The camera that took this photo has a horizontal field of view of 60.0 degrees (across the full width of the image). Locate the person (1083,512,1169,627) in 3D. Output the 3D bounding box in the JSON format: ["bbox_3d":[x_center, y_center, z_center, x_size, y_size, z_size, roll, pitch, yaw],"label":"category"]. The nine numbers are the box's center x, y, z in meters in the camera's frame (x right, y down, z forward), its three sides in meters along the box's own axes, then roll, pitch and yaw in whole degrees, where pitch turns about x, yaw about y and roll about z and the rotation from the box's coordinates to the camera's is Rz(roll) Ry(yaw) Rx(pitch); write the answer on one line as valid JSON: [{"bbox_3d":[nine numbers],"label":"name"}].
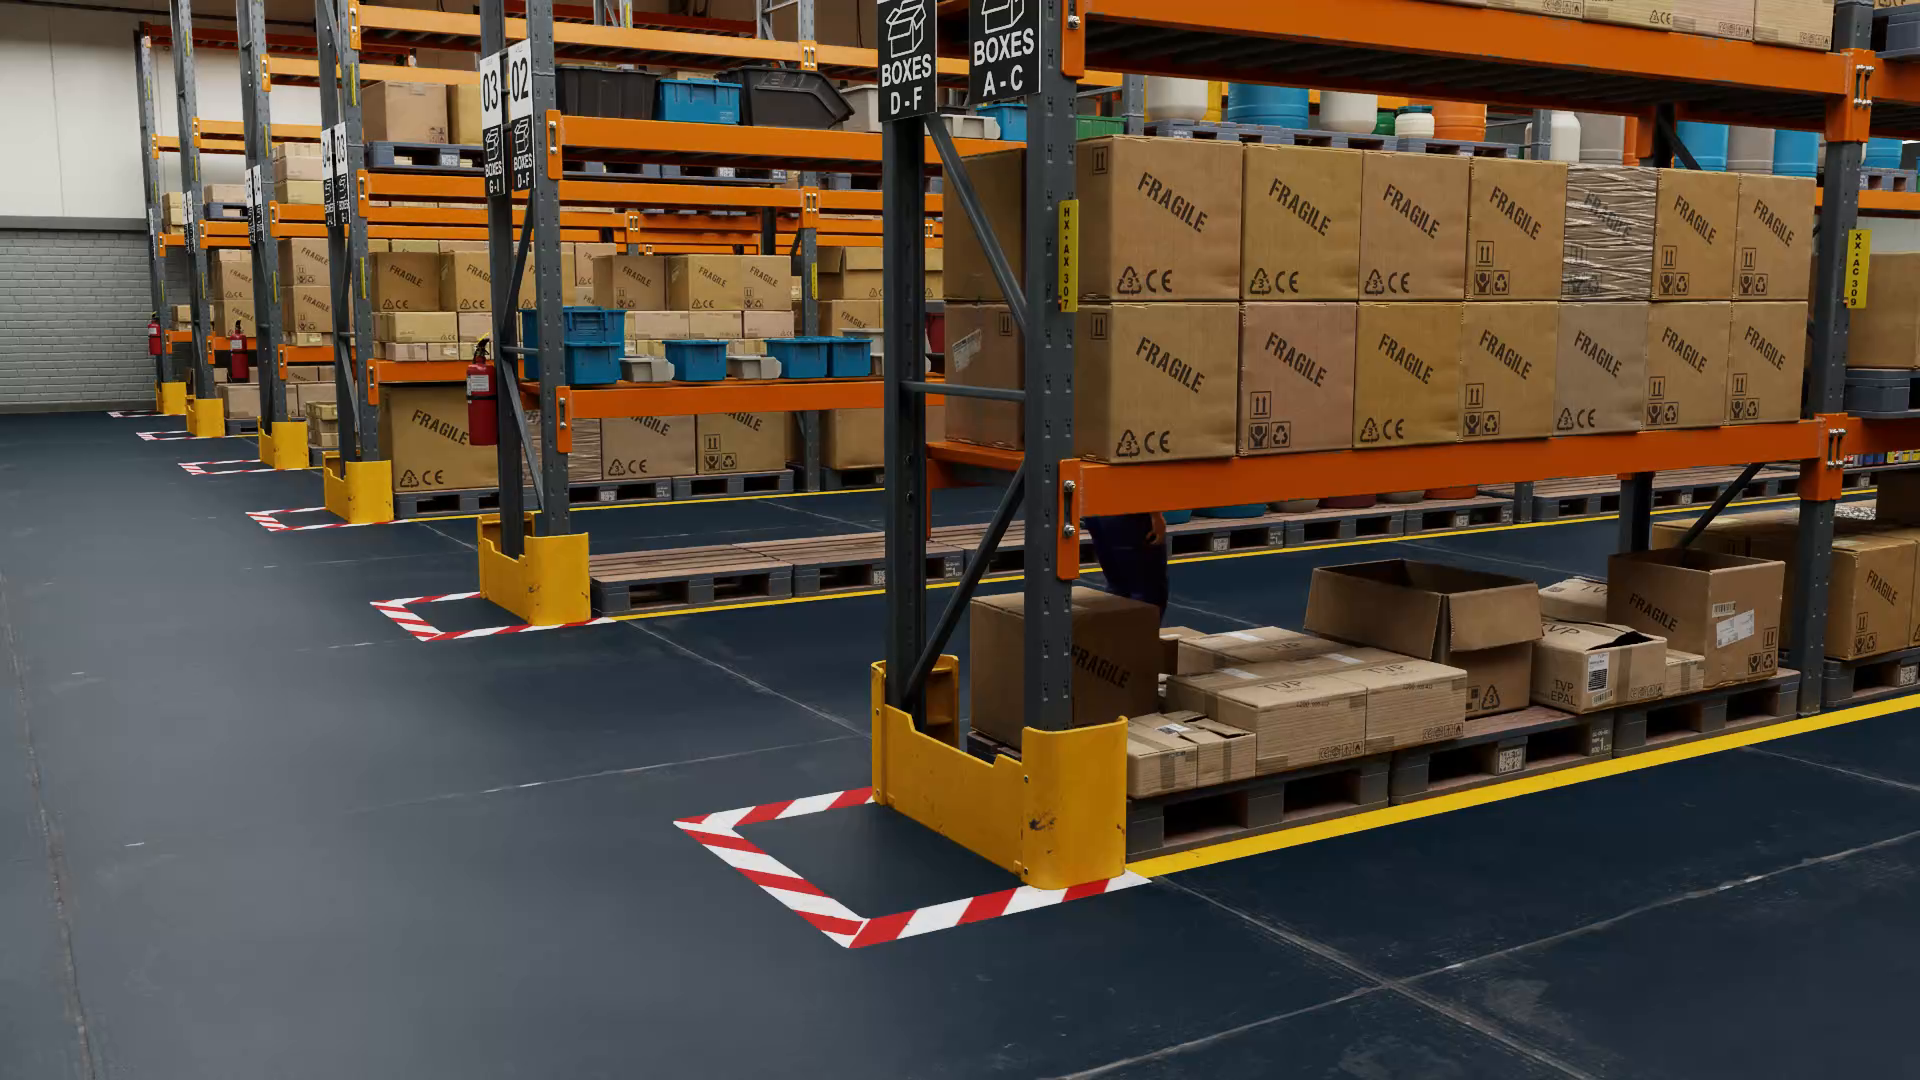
[{"bbox_3d":[0.785,-0.118,7.669,0.370,1.651,0.538,-3,9,-20],"label":"person"}]
